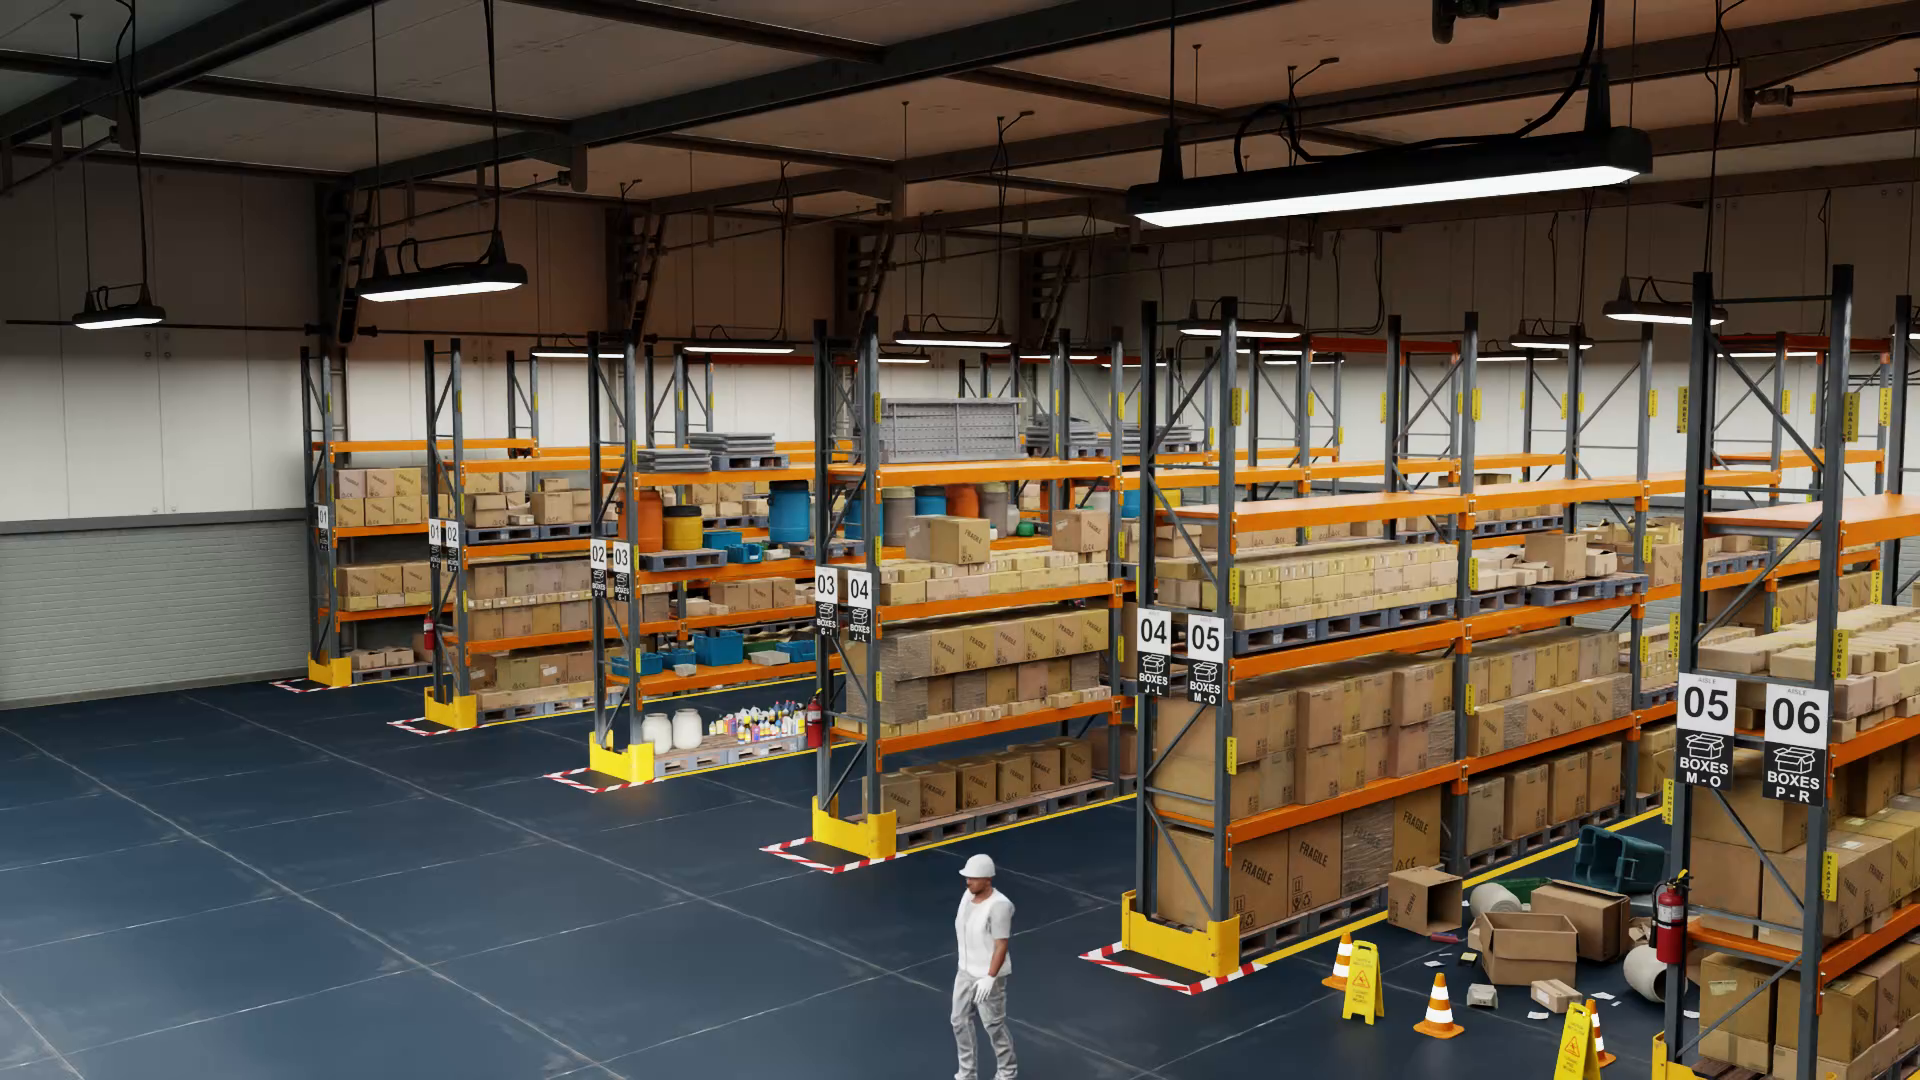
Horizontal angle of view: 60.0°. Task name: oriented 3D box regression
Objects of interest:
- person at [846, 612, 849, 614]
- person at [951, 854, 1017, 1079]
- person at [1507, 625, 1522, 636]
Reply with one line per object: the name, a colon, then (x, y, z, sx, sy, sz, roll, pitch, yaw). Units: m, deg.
person: (-2.351, 1.157, 35.812, 0.504, 1.677, 1.038, 4, 6, 37)
person: (0.149, 3.220, 12.257, 0.532, 1.840, 0.610, -3, 6, -32)
person: (8.335, 2.055, 25.178, 1.034, 1.724, 0.576, -4, 7, -41)
